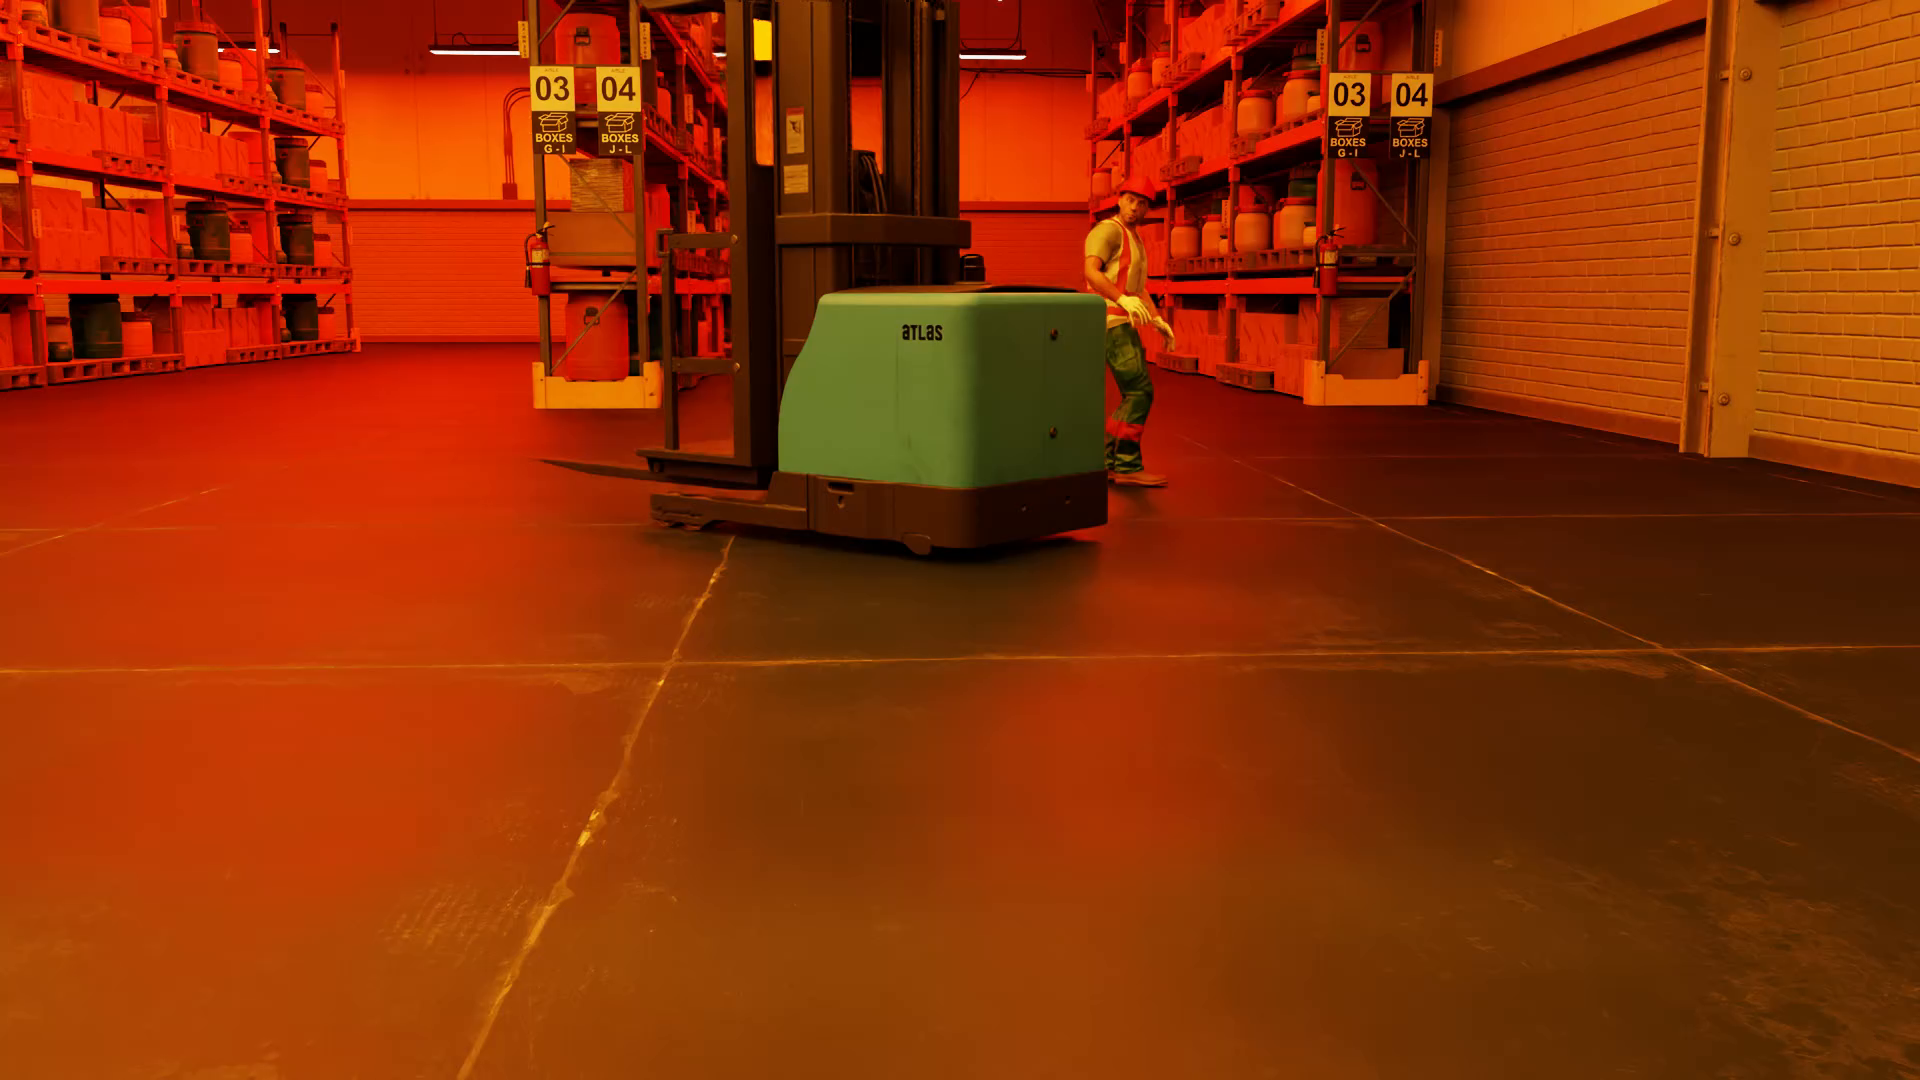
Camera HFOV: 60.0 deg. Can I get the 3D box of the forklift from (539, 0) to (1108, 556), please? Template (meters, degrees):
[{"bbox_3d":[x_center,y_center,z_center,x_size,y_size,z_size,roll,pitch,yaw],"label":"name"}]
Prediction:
[{"bbox_3d":[-0.803,-1.540,7.701,3.031,2.935,1.130,7,11,39],"label":"forklift"}]

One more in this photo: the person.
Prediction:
[{"bbox_3d":[0.966,-1.182,9.406,0.515,1.736,0.747,3,9,19],"label":"person"}]
